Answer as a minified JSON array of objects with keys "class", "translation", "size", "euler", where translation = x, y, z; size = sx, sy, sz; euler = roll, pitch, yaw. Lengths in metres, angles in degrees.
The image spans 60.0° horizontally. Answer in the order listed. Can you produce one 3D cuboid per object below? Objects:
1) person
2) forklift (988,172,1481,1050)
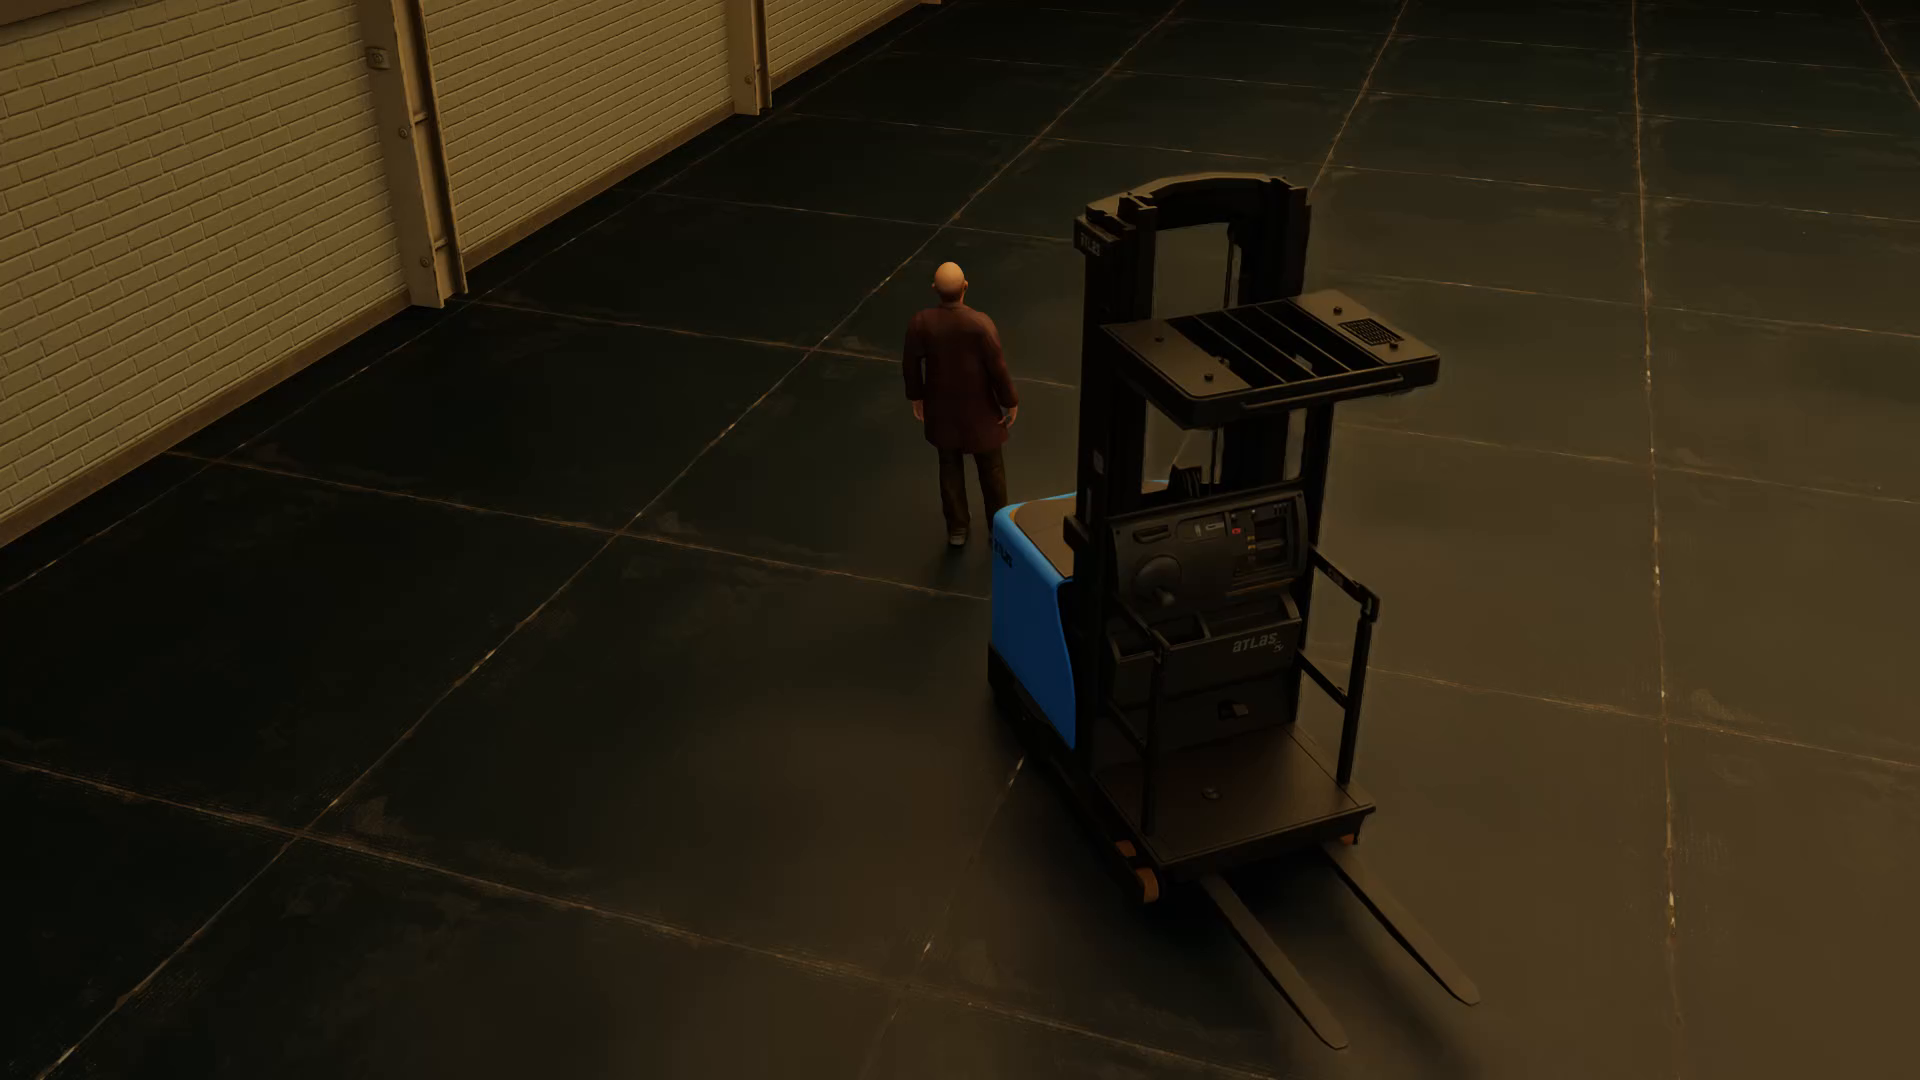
[{"class":"person","translation":[0.034,-0.820,9.725],"size":[0.694,1.776,0.582],"euler":[10,31,16]},{"class":"forklift","translation":[1.163,0.086,6.985],"size":[1.130,2.935,3.031],"euler":[-11,32,-19]}]
